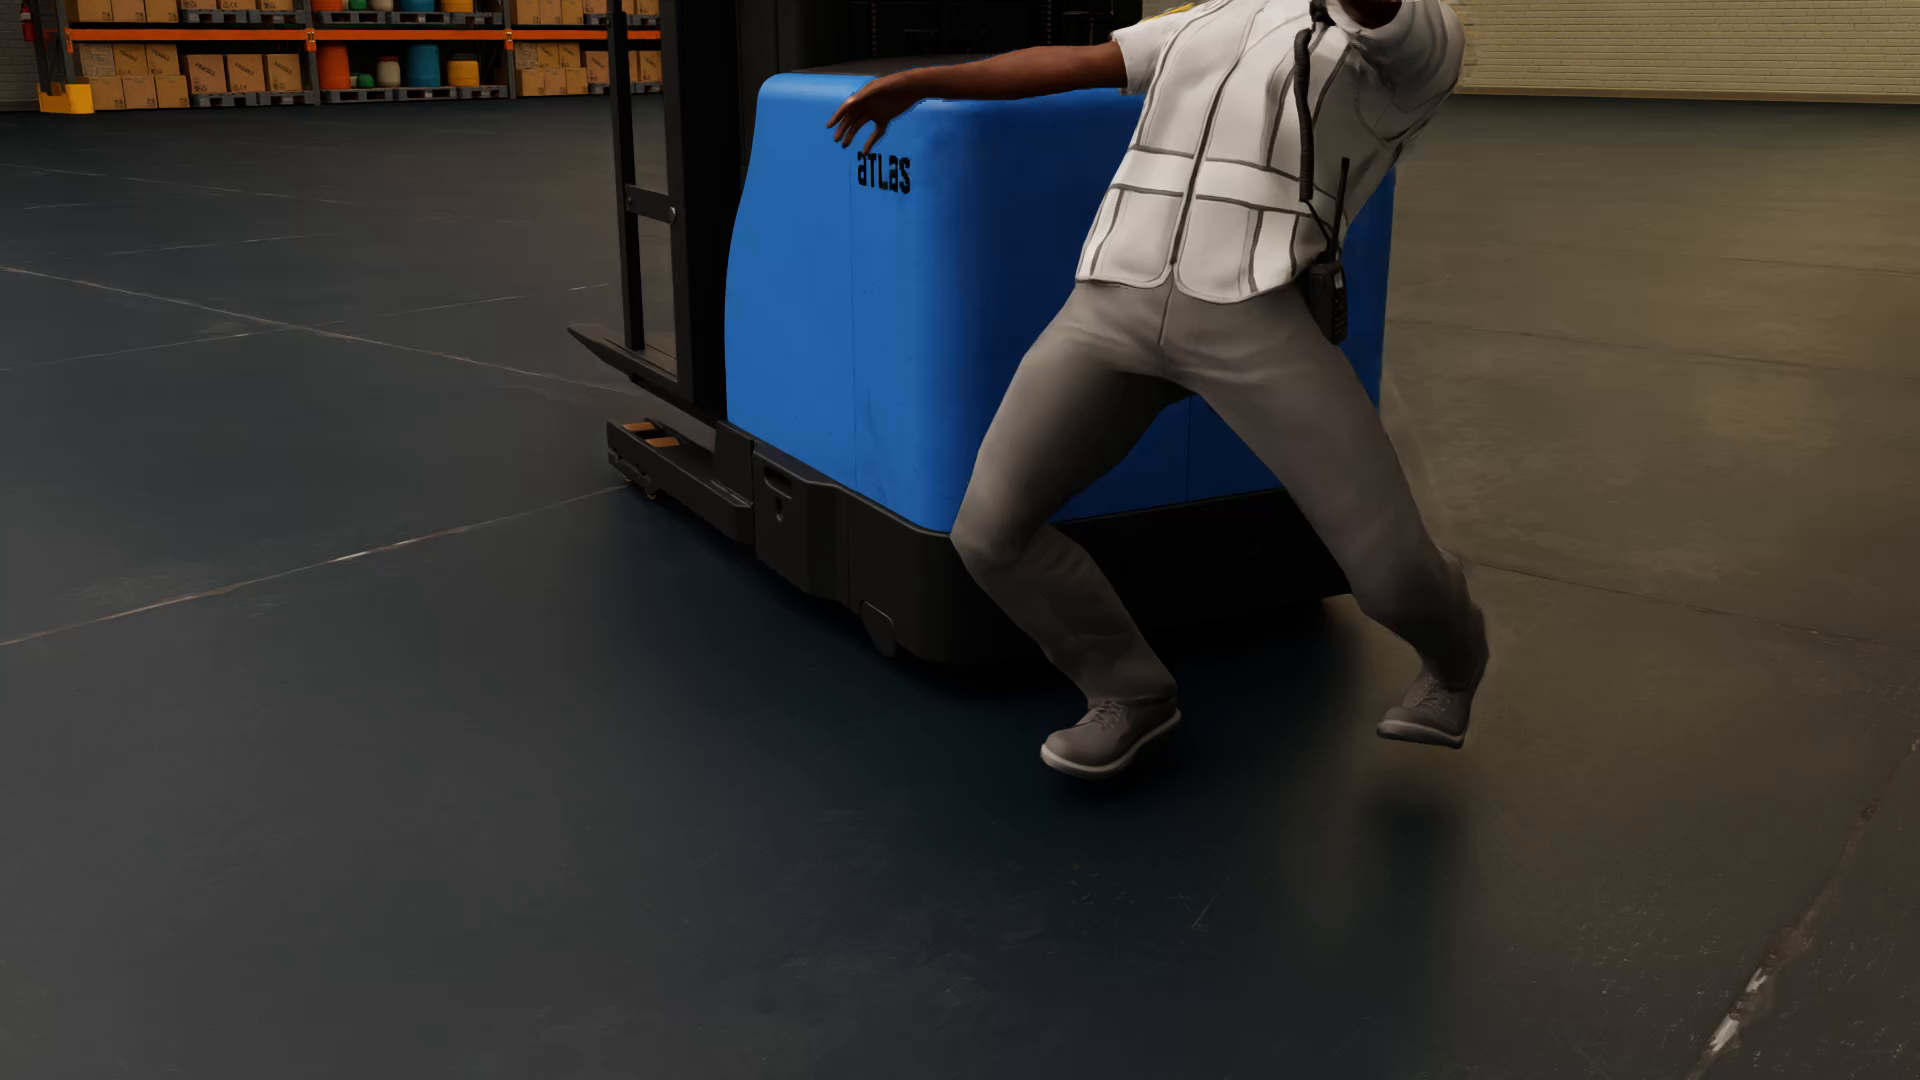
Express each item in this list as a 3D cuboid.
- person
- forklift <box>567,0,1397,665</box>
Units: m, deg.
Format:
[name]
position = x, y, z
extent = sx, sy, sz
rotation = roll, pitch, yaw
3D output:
[person]
position = 0.298, -0.346, 2.516
extent = 1.000, 1.438, 0.711
rotation = 9, 19, 28
[forklift]
position = -0.288, -1.559, 4.031
extent = 1.130, 2.935, 3.031
rotation = -9, 19, -27
